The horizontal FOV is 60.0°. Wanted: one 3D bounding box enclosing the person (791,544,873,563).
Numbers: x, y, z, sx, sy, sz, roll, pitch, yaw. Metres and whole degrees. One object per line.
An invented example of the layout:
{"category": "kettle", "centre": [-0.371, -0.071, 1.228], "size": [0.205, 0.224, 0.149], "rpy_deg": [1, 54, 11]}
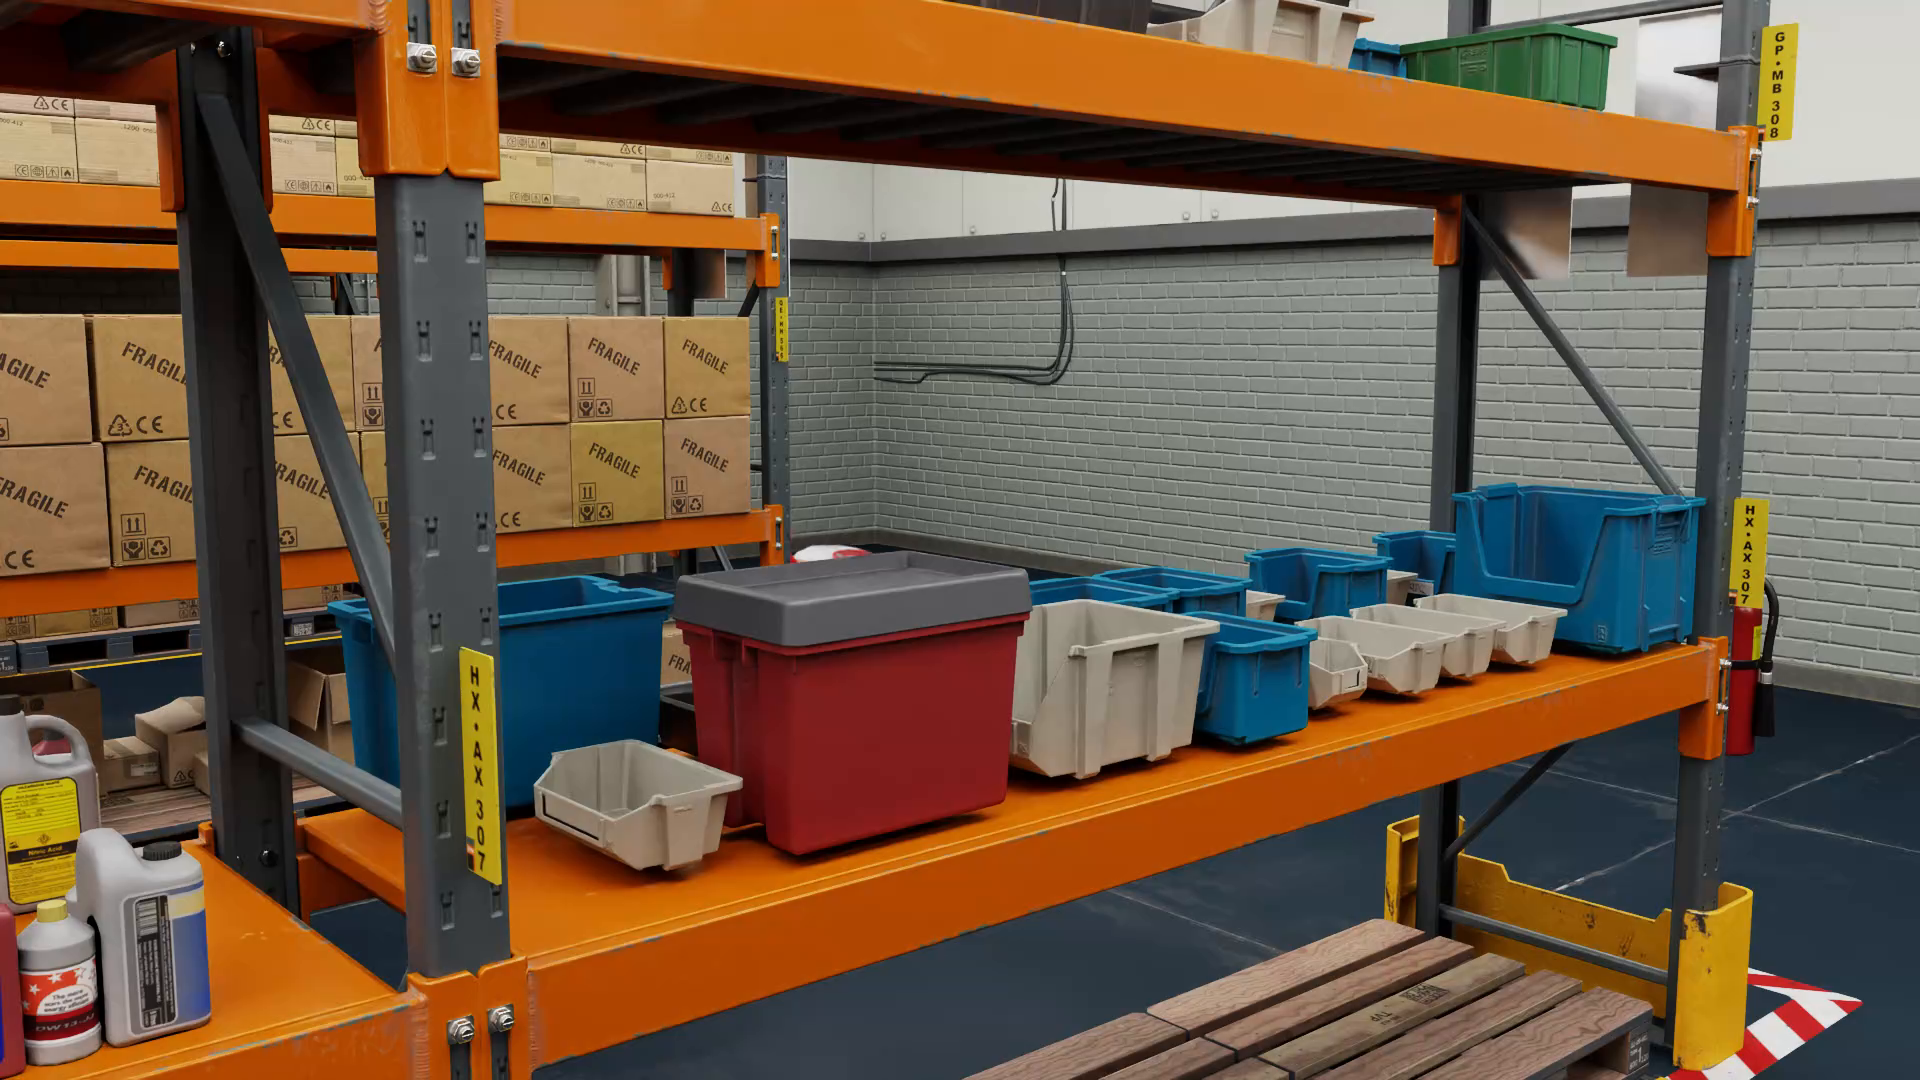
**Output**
{"category": "person", "centre": [-0.937, 0.402, 11.389], "size": [0.958, 0.734, 0.527], "rpy_deg": [-7, 10, -42]}
